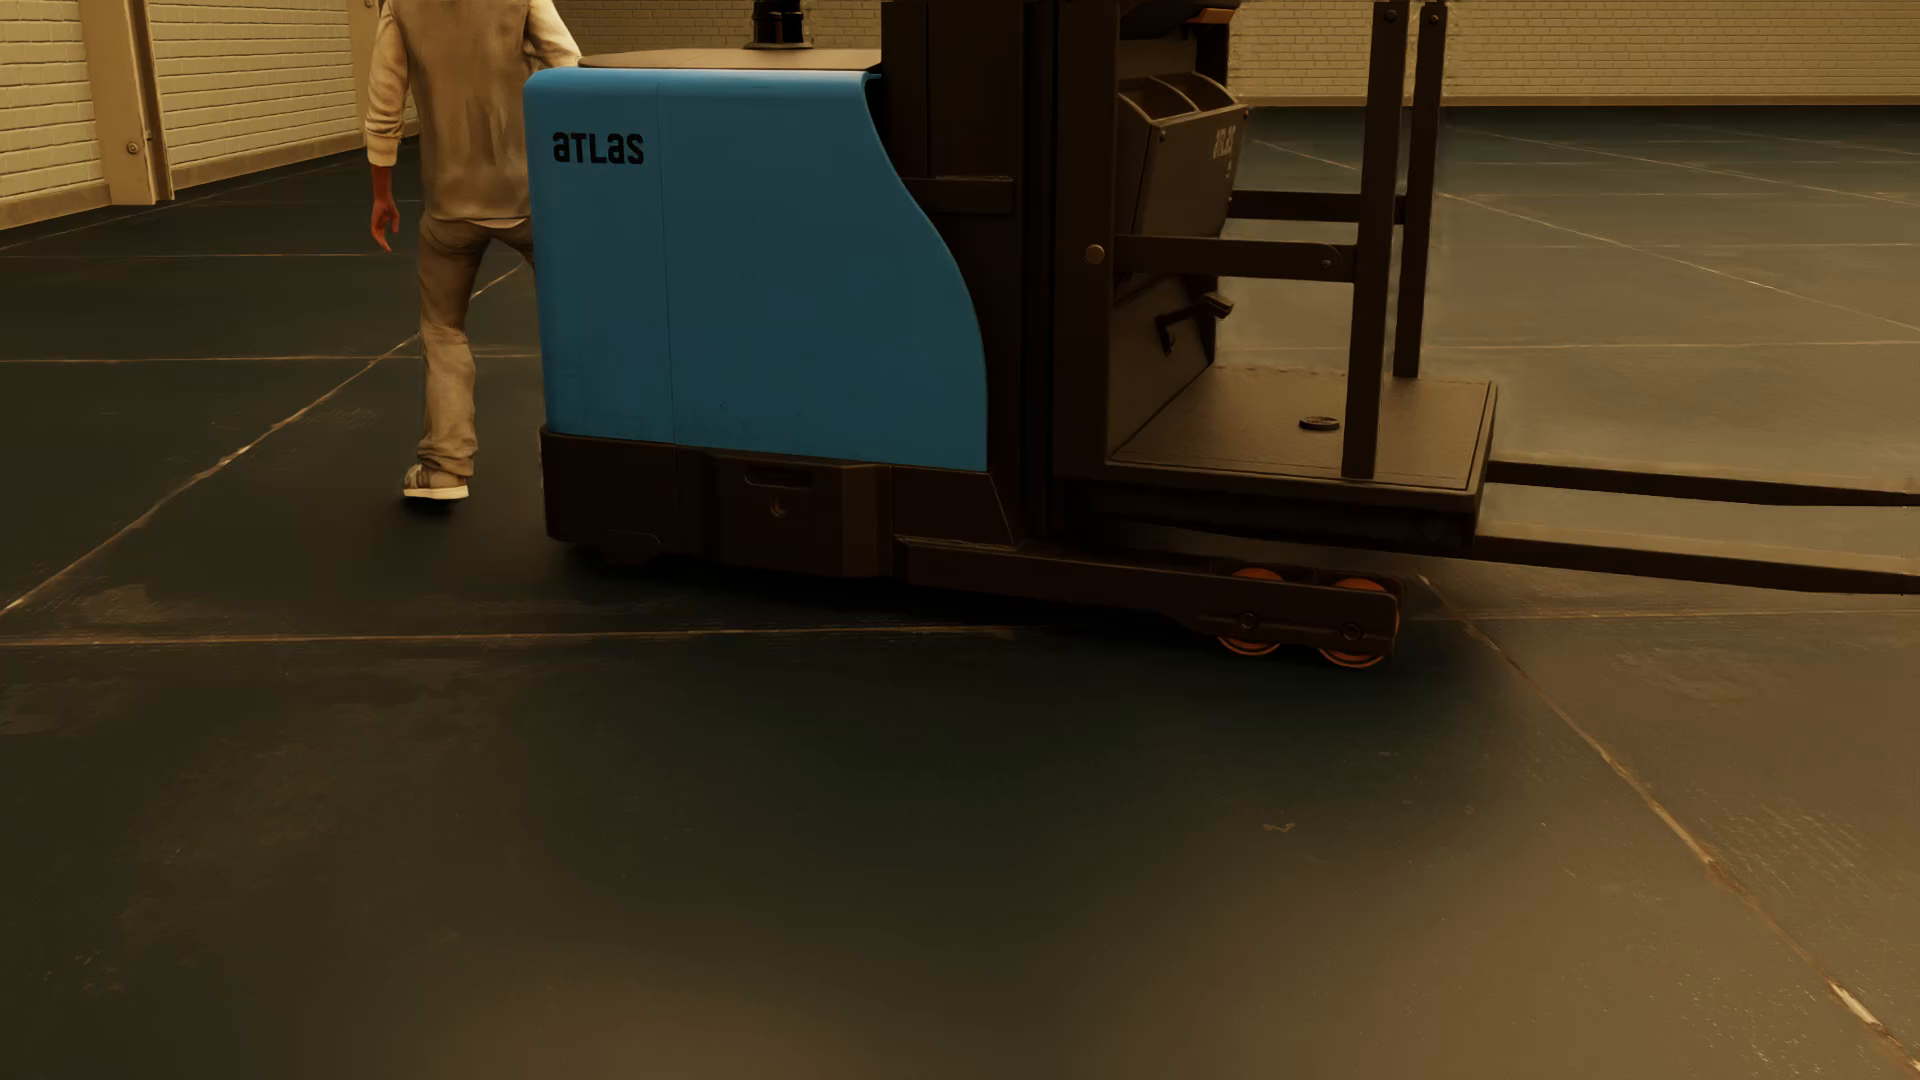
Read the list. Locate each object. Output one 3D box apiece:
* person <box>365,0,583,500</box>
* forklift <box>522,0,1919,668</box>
[{"bbox_3d":[-1.111,-0.816,4.078,0.715,1.566,0.359,1,17,3],"label":"person"},{"bbox_3d":[0.647,-1.335,3.273,3.031,2.935,1.130,6,18,18],"label":"forklift"}]
